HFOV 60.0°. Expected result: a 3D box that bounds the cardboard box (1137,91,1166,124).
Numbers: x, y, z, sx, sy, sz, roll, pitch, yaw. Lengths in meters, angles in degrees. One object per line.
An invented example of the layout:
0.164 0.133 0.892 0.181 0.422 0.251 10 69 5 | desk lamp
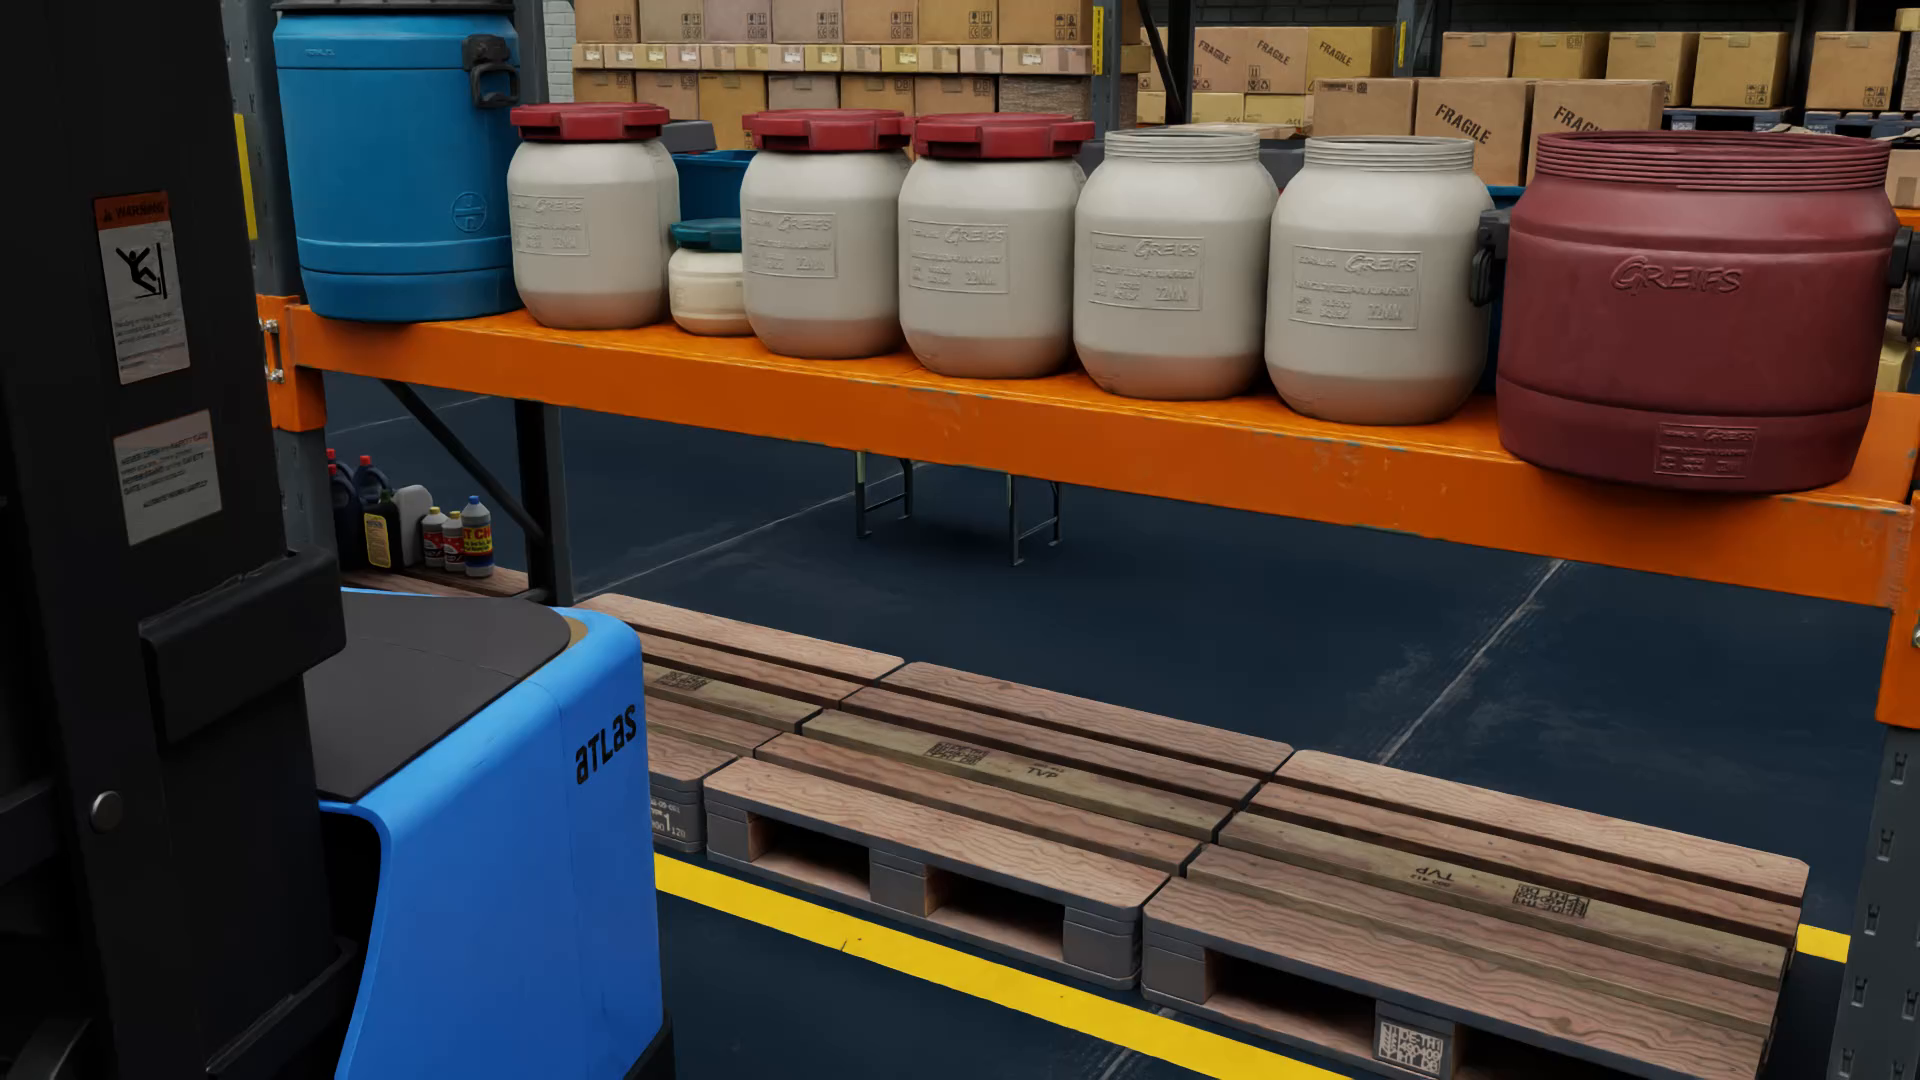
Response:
1.719 -3.570 13.697 0.500 0.250 0.500 10 20 31 | cardboard box

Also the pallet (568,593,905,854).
-0.928 0.489 4.908 1.213 0.211 1.003 10 20 30 | pallet

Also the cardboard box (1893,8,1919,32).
6.385 -3.459 11.063 0.250 0.149 0.380 7 18 21 | cardboard box

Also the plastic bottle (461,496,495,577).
-1.659 -0.017 5.714 0.097 0.271 0.097 0 17 0 | plastic bottle

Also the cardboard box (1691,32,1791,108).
5.497 -3.312 11.693 0.500 0.500 0.700 10 20 30 | cardboard box

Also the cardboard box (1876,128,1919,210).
4.100 -1.596 7.129 0.500 0.311 0.500 12 20 33 | cardboard box

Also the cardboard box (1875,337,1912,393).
3.812 -0.745 7.217 0.500 0.311 0.500 11 20 31 | cardboard box

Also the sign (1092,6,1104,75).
0.689 -2.496 8.310 0.005 0.325 0.100 10 20 30 | sign

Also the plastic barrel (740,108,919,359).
-0.291 -0.709 3.819 0.433 0.535 0.433 0 17 0 | plastic barrel

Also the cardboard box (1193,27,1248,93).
2.151 -3.854 13.343 0.500 0.500 0.500 9 19 28 | cardboard box

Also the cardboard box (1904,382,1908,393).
4.094 -0.610 7.738 0.500 0.250 0.500 10 20 30 | cardboard box

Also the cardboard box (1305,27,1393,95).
3.003 -3.701 12.836 0.500 0.500 0.500 10 20 30 | cardboard box

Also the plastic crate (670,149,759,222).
-0.514 -0.857 4.568 0.575 0.384 0.392 10 20 30 | plastic crate

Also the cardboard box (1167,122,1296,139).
1.421 -2.045 8.712 0.500 0.250 0.500 12 20 33 | cardboard box

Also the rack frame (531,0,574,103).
-2.430 -2.790 10.904 0.127 3.000 1.000 10 20 30 | rack frame

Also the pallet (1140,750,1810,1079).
1.152 0.860 3.686 1.213 0.211 1.003 10 20 30 | pallet

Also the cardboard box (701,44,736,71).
-1.328 -2.878 9.907 0.250 0.149 0.380 9 19 28 | cardboard box

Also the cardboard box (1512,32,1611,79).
4.456 -3.494 12.295 0.500 0.500 0.700 13 21 36 | cardboard box

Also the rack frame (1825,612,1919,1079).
1.791 -0.347 2.861 0.127 3.000 1.000 10 20 30 | rack frame

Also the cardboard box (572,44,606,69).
-2.208 -3.035 10.423 0.250 0.149 0.380 10 20 30 | cardboard box

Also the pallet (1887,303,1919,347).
6.311 -1.585 11.737 1.213 0.211 1.003 10 20 30 | pallet

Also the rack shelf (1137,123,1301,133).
1.863 -3.369 14.048 4.000 0.370 1.077 10 20 30 | rack shelf

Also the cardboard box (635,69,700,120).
-1.589 -2.685 10.386 0.500 0.500 0.700 11 20 31 | cardboard box

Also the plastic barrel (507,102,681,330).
-0.917 -0.820 4.187 0.433 0.535 0.433 0 17 0 | plastic barrel

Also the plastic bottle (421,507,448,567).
-1.832 -0.015 5.826 0.097 0.201 0.097 0 17 0 | plastic bottle

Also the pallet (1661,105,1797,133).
5.268 -2.999 11.925 1.213 0.211 1.003 10 20 30 | pallet

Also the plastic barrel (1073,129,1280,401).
0.444 -0.568 3.397 0.421 0.512 0.421 0 17 0 | plastic barrel

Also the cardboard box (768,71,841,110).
-0.718 -2.529 9.872 0.500 0.500 0.700 11 20 32 | cardboard box

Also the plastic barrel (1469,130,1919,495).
1.237 -0.407 2.827 0.708 0.536 0.600 10 20 30 | plastic barrel

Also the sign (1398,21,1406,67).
3.290 -3.687 12.370 0.005 0.325 0.100 10 20 30 | sign

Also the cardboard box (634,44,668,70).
-1.770 -2.957 10.167 0.250 0.149 0.380 10 20 30 | cardboard box

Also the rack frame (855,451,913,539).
-0.318 -0.774 6.850 0.023 1.500 0.400 10 20 30 | rack frame

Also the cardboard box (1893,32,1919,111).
6.571 -3.128 11.088 0.500 0.500 0.700 8 18 24 | cardboard box

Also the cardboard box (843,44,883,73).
-0.447 -2.721 9.391 0.250 0.149 0.380 11 20 32 | cardboard box

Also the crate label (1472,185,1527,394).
1.086 -0.582 3.574 0.616 0.435 0.502 10 20 30 | crate label

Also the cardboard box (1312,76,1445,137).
2.073 -2.028 8.225 0.500 0.500 0.500 12 21 34 | cardboard box

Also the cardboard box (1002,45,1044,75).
0.425 -2.566 8.879 0.250 0.149 0.380 10 19 29 | cardboard box

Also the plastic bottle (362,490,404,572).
-2.004 -0.039 5.765 0.133 0.283 0.061 10 20 30 | plastic bottle

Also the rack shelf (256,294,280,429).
-3.321 -0.915 5.970 4.000 0.370 1.077 10 20 30 | rack shelf

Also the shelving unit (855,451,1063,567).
-0.006 -0.719 6.667 0.755 1.500 0.431 10 20 30 | shelving unit

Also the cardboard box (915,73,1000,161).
0.144 -2.374 9.362 0.500 0.500 0.700 10 20 29 | cardboard box

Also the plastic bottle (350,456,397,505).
-2.088 -0.124 5.928 0.185 0.351 0.144 11 20 32 | plastic bottle

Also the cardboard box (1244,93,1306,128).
2.585 -3.421 13.207 0.500 0.250 0.500 10 20 30 | cardboard box

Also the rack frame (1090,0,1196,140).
0.978 -2.181 8.901 0.127 3.000 1.000 10 20 30 | rack frame

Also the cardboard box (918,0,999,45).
0.166 -2.992 9.167 0.500 0.500 0.700 10 20 30 | cardboard box

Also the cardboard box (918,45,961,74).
-0.024 -2.645 9.139 0.250 0.149 0.380 10 20 30 | cardboard box

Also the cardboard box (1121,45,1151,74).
0.851 -2.628 9.085 0.250 0.149 0.380 10 20 30 | cardboard box

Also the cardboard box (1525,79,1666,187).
2.949 -1.872 7.710 0.500 0.500 0.500 9 19 27 | cardboard box

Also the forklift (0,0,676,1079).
-1.385 0.124 1.431 1.130 2.935 3.031 4 17 14 | forklift

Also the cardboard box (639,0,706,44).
-1.543 -3.297 10.171 0.500 0.500 0.700 10 19 29 | cardboard box

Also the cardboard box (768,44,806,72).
-0.899 -2.801 9.653 0.250 0.149 0.380 10 20 31 | cardboard box

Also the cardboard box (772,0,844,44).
-0.686 -3.145 9.669 0.500 0.500 0.700 10 20 30 | cardboard box
